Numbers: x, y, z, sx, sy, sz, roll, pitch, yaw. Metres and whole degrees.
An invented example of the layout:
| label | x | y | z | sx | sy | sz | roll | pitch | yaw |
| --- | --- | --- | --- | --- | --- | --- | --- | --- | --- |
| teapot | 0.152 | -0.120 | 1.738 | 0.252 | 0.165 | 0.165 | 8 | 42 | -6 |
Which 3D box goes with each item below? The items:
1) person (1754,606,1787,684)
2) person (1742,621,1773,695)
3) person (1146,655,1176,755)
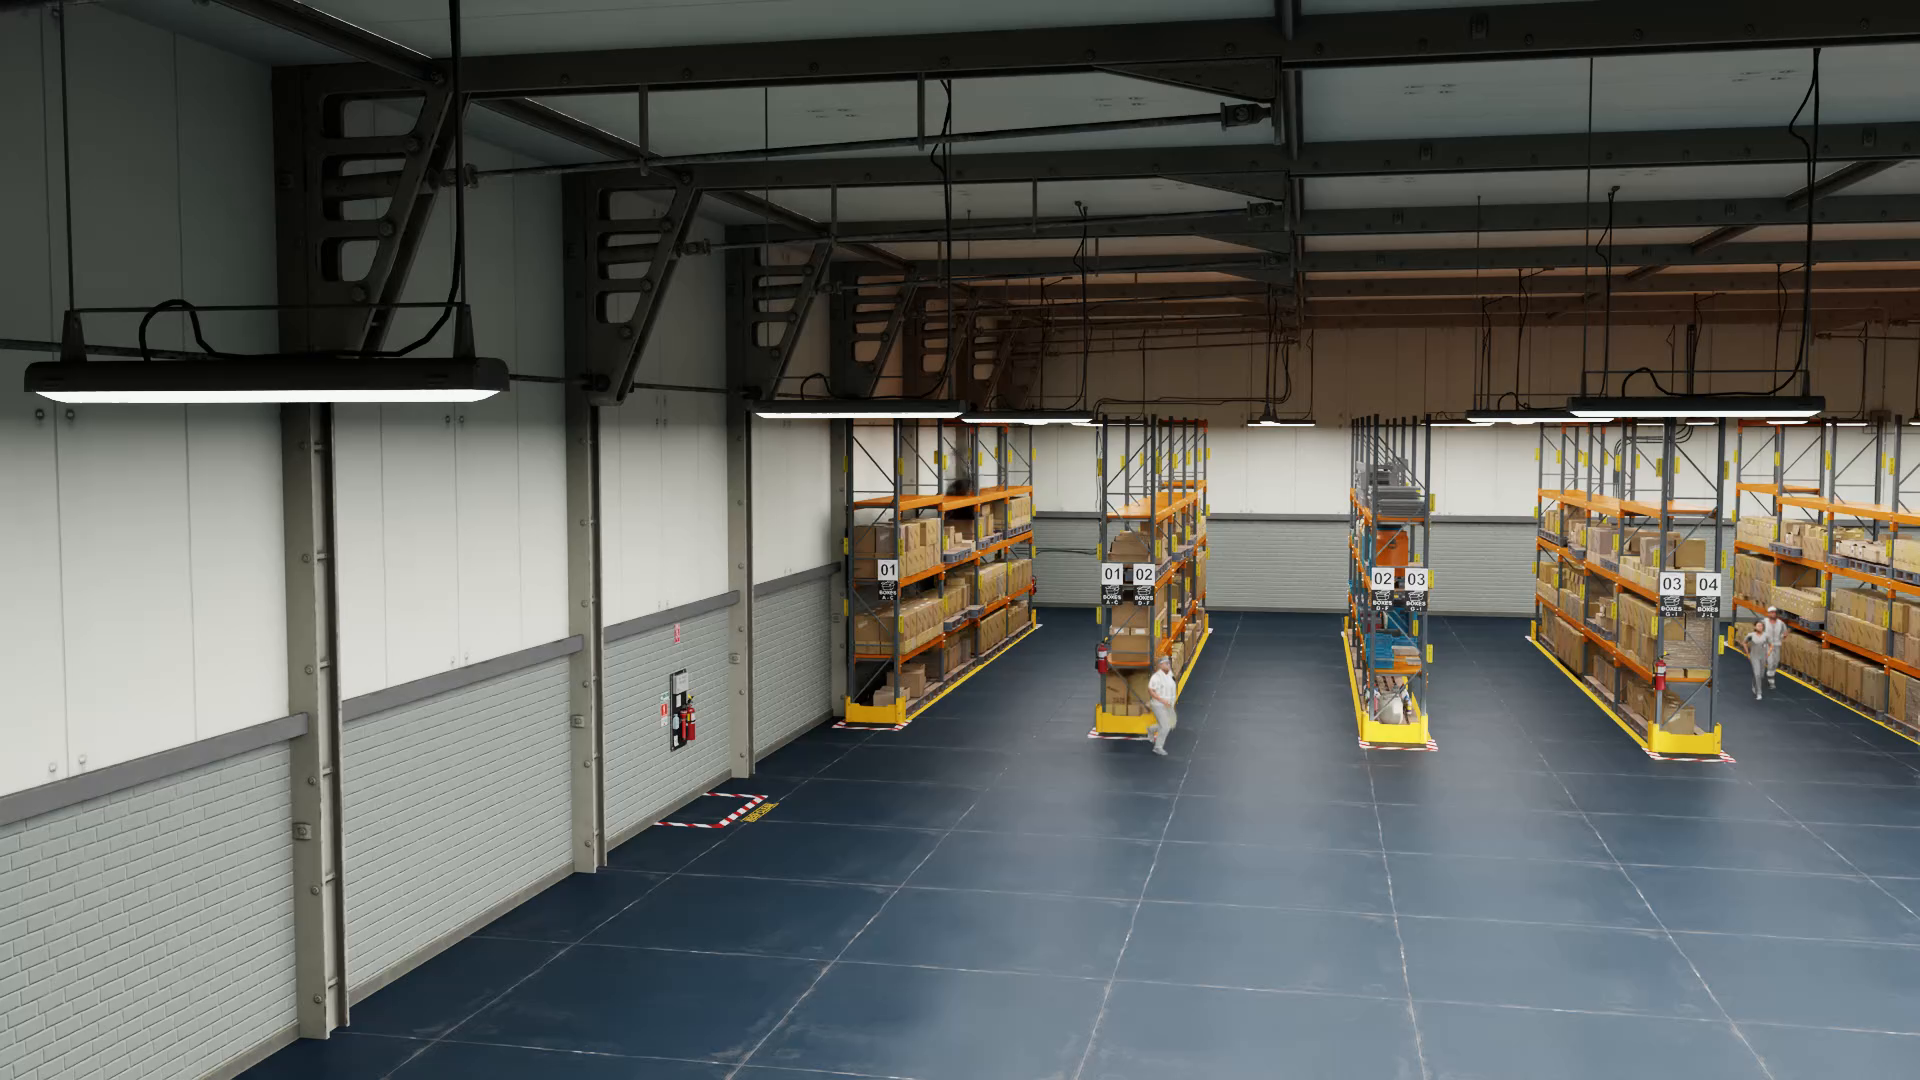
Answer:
| label | x | y | z | sx | sy | sz | roll | pitch | yaw |
| --- | --- | --- | --- | --- | --- | --- | --- | --- | --- |
| person | 17.989 | 2.322 | 36.878 | 0.651 | 1.711 | 0.749 | 1 | 4 | 11 |
| person | 17.037 | 2.500 | 35.539 | 0.579 | 1.571 | 0.688 | 1 | 4 | 11 |
| person | 3.570 | 2.903 | 29.435 | 0.683 | 1.763 | 0.653 | -4 | 5 | -45 |
